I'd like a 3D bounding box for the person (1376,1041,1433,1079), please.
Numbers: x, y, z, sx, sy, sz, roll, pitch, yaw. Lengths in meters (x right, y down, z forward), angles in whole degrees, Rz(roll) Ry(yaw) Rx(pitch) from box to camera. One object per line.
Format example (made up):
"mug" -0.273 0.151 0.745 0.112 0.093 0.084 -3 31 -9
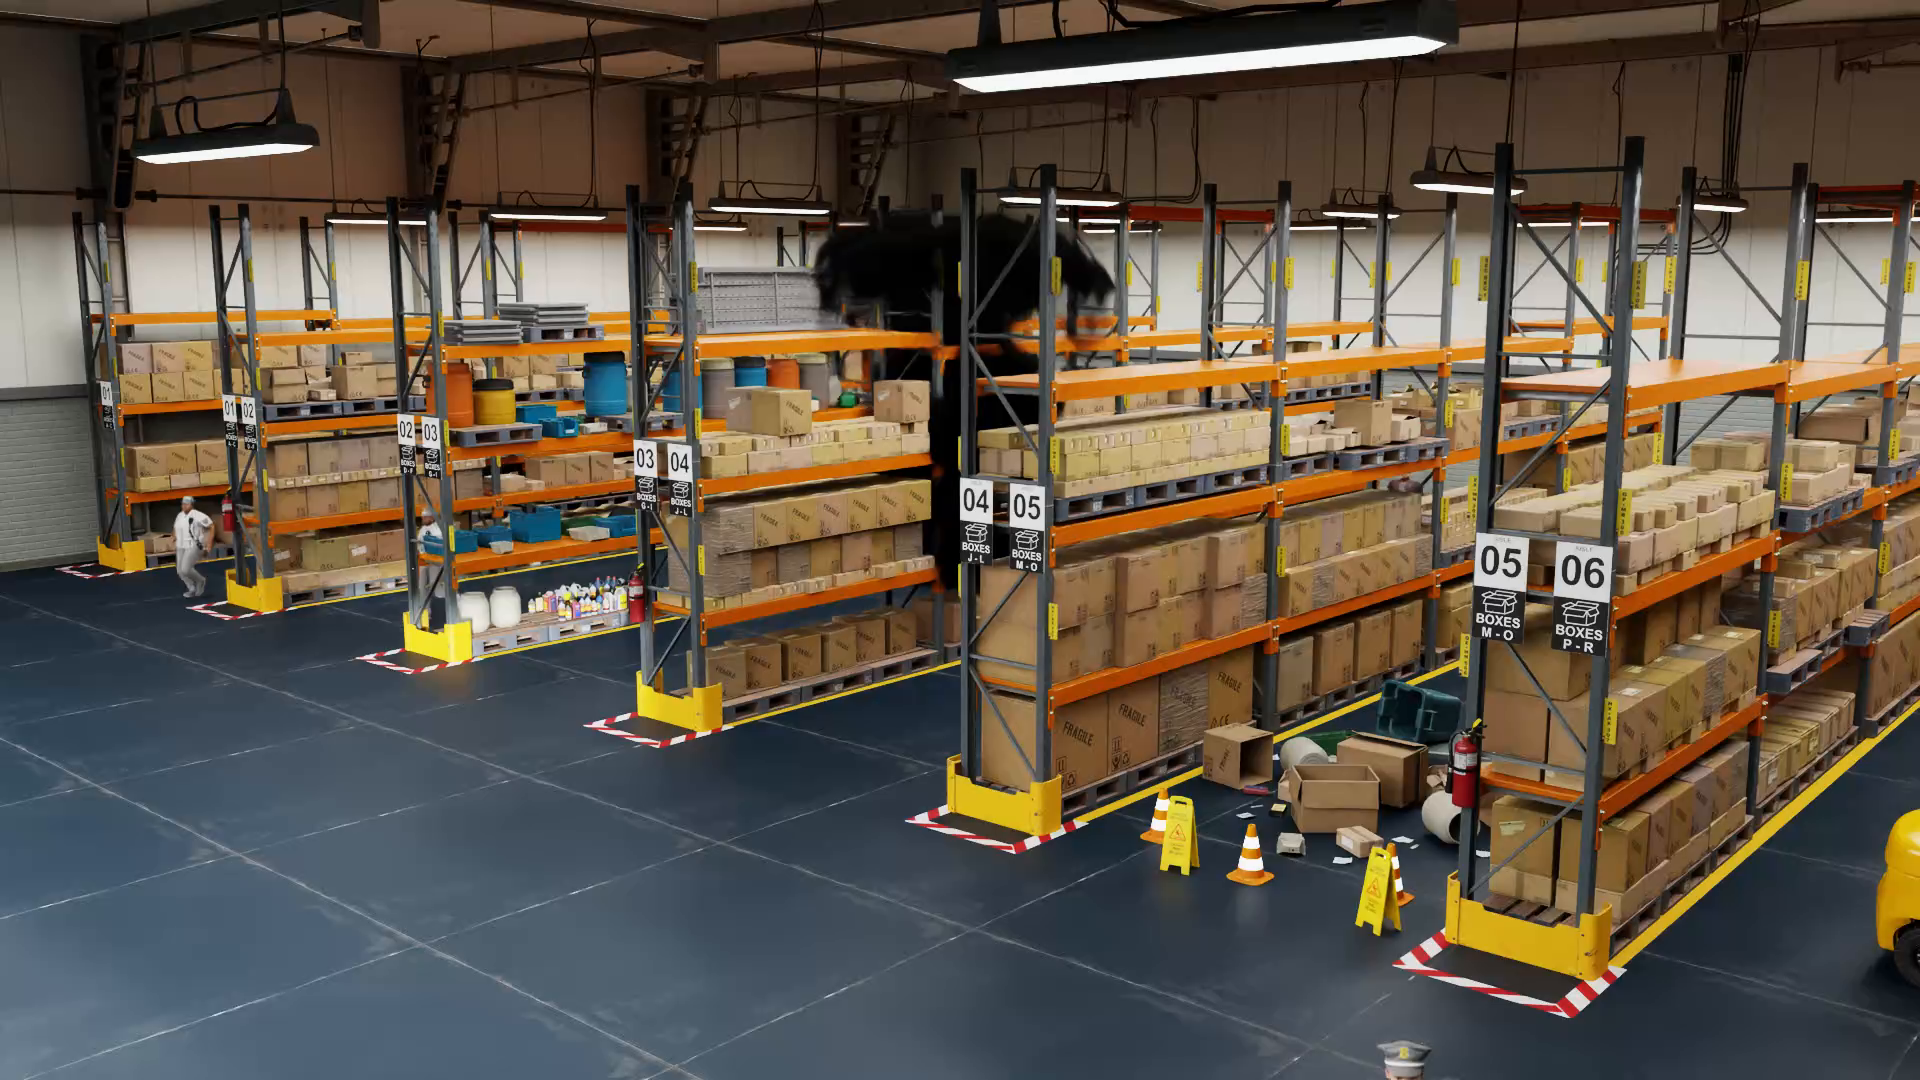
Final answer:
"person" 2.050 3.096 7.737 0.597 1.757 0.834 3 10 17

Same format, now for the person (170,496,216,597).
"person" -11.888 0.111 25.695 0.655 1.608 0.573 3 10 17

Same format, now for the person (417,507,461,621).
"person" -7.643 0.348 24.184 0.582 1.699 0.787 6 11 32

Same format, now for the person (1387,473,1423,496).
"person" 7.566 -0.309 28.526 0.716 1.536 0.634 5 11 29
